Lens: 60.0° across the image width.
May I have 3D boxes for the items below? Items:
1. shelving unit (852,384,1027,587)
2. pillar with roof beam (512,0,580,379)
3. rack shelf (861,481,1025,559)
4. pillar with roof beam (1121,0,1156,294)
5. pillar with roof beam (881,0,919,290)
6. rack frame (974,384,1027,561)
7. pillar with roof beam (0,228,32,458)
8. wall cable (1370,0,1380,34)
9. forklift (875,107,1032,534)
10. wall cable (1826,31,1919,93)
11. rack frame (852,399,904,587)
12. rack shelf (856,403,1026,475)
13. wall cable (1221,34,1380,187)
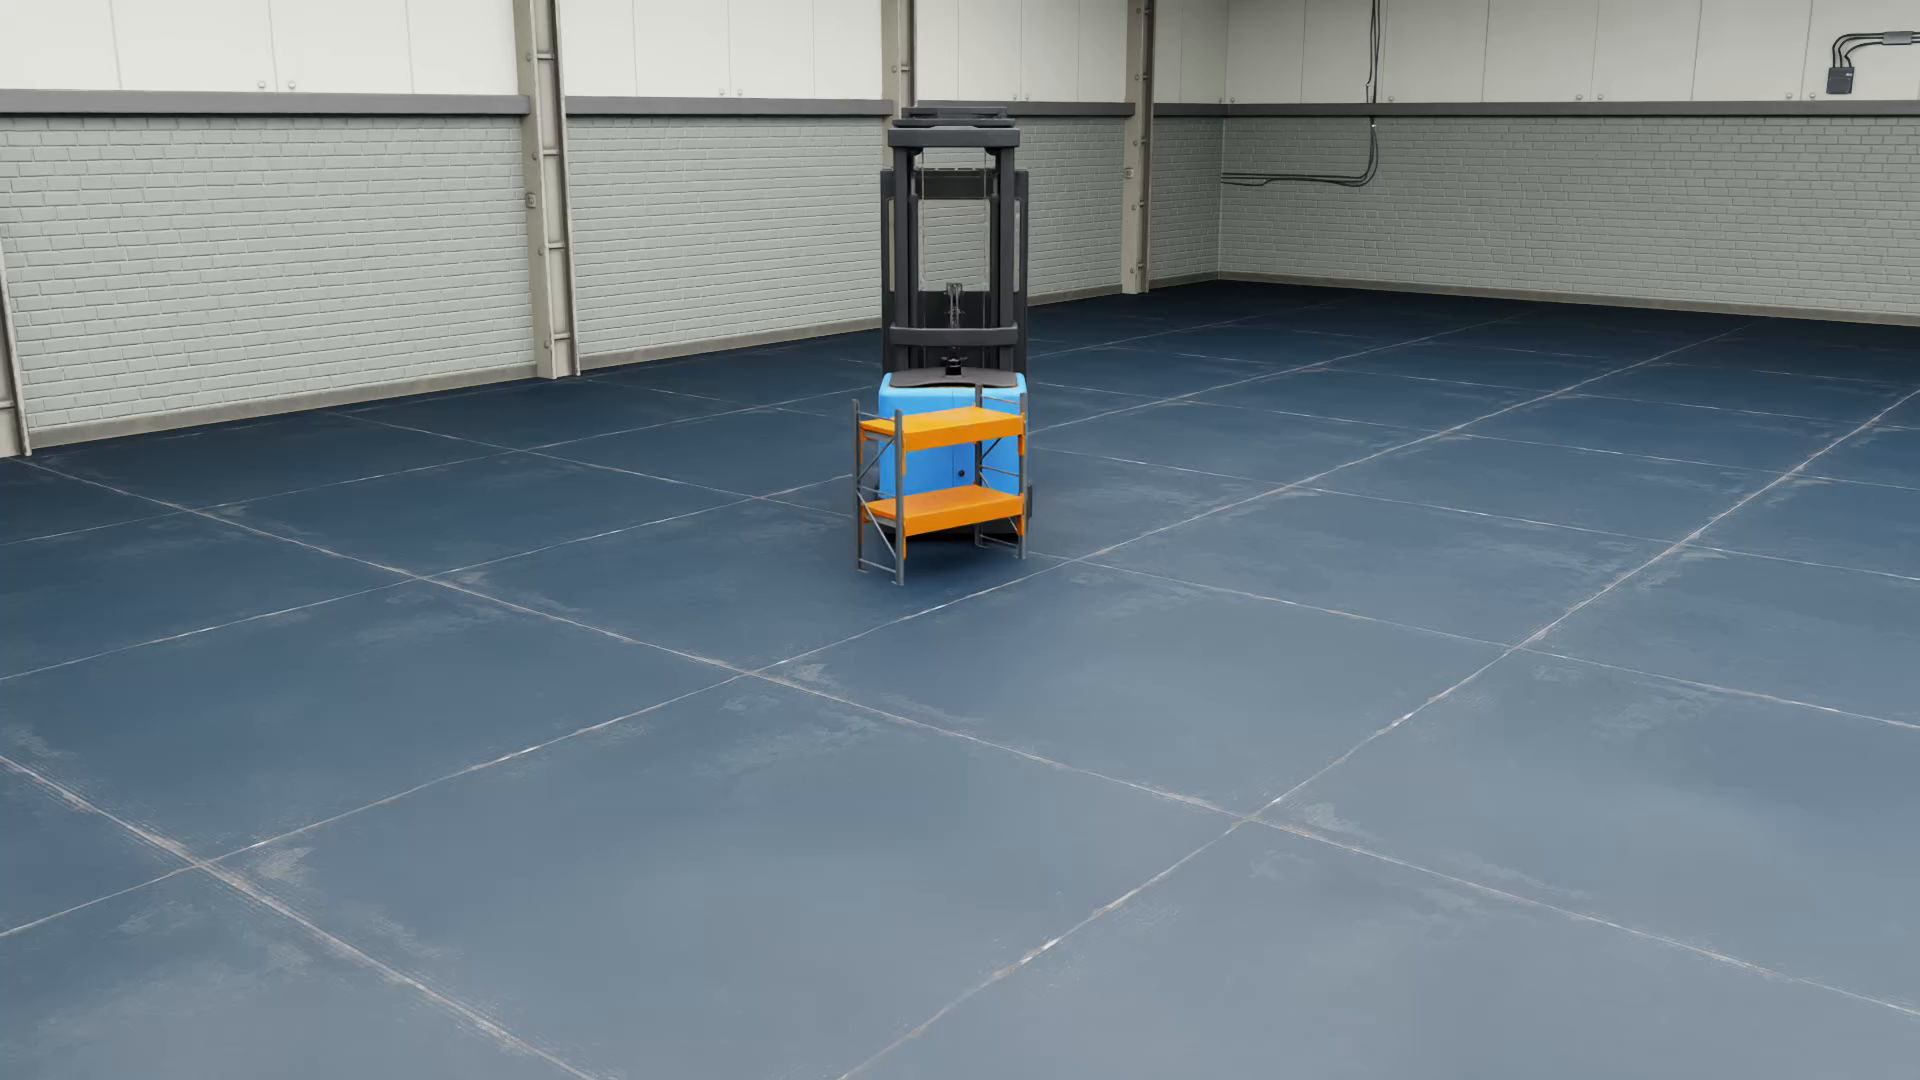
[{"bbox_3d":[-0.126,-0.379,10.832,1.048,1.125,0.538,-11,18,-38],"label":"shelving unit"},{"bbox_3d":[-1.247,-5.576,15.297,9.100,9.000,0.400,11,18,38],"label":"pillar with roof beam"},{"bbox_3d":[-0.126,-0.142,10.892,1.000,0.278,0.538,-11,18,-38],"label":"rack shelf"},{"bbox_3d":[6.295,-7.874,24.343,9.100,9.000,0.400,11,18,38],"label":"pillar with roof beam"},{"bbox_3d":[2.524,-6.725,19.820,9.100,9.000,0.400,11,18,38],"label":"pillar with roof beam"},{"bbox_3d":[0.269,-0.458,11.142,0.032,1.125,0.500,-11,18,-38],"label":"rack frame"},{"bbox_3d":[-5.018,-4.427,10.774,9.100,9.000,0.400,11,18,38],"label":"pillar with roof beam"},{"bbox_3d":[7.931,-9.424,26.493,3.097,2.526,0.112,11,18,38],"label":"wall cable"},{"bbox_3d":[-0.040,-1.767,12.624,1.130,2.935,3.031,0,14,0],"label":"forklift"},{"bbox_3d":[13.201,-9.076,22.167,2.305,6.003,0.169,11,18,38],"label":"wall cable"},{"bbox_3d":[-0.521,-0.301,10.522,0.032,1.125,0.500,-11,18,-38],"label":"rack frame"},{"bbox_3d":[-0.126,-0.663,10.760,1.000,0.278,0.538,-11,18,-38],"label":"rack shelf"},{"bbox_3d":[5.827,-7.395,28.763,3.097,2.526,0.112,11,18,38],"label":"wall cable"}]
